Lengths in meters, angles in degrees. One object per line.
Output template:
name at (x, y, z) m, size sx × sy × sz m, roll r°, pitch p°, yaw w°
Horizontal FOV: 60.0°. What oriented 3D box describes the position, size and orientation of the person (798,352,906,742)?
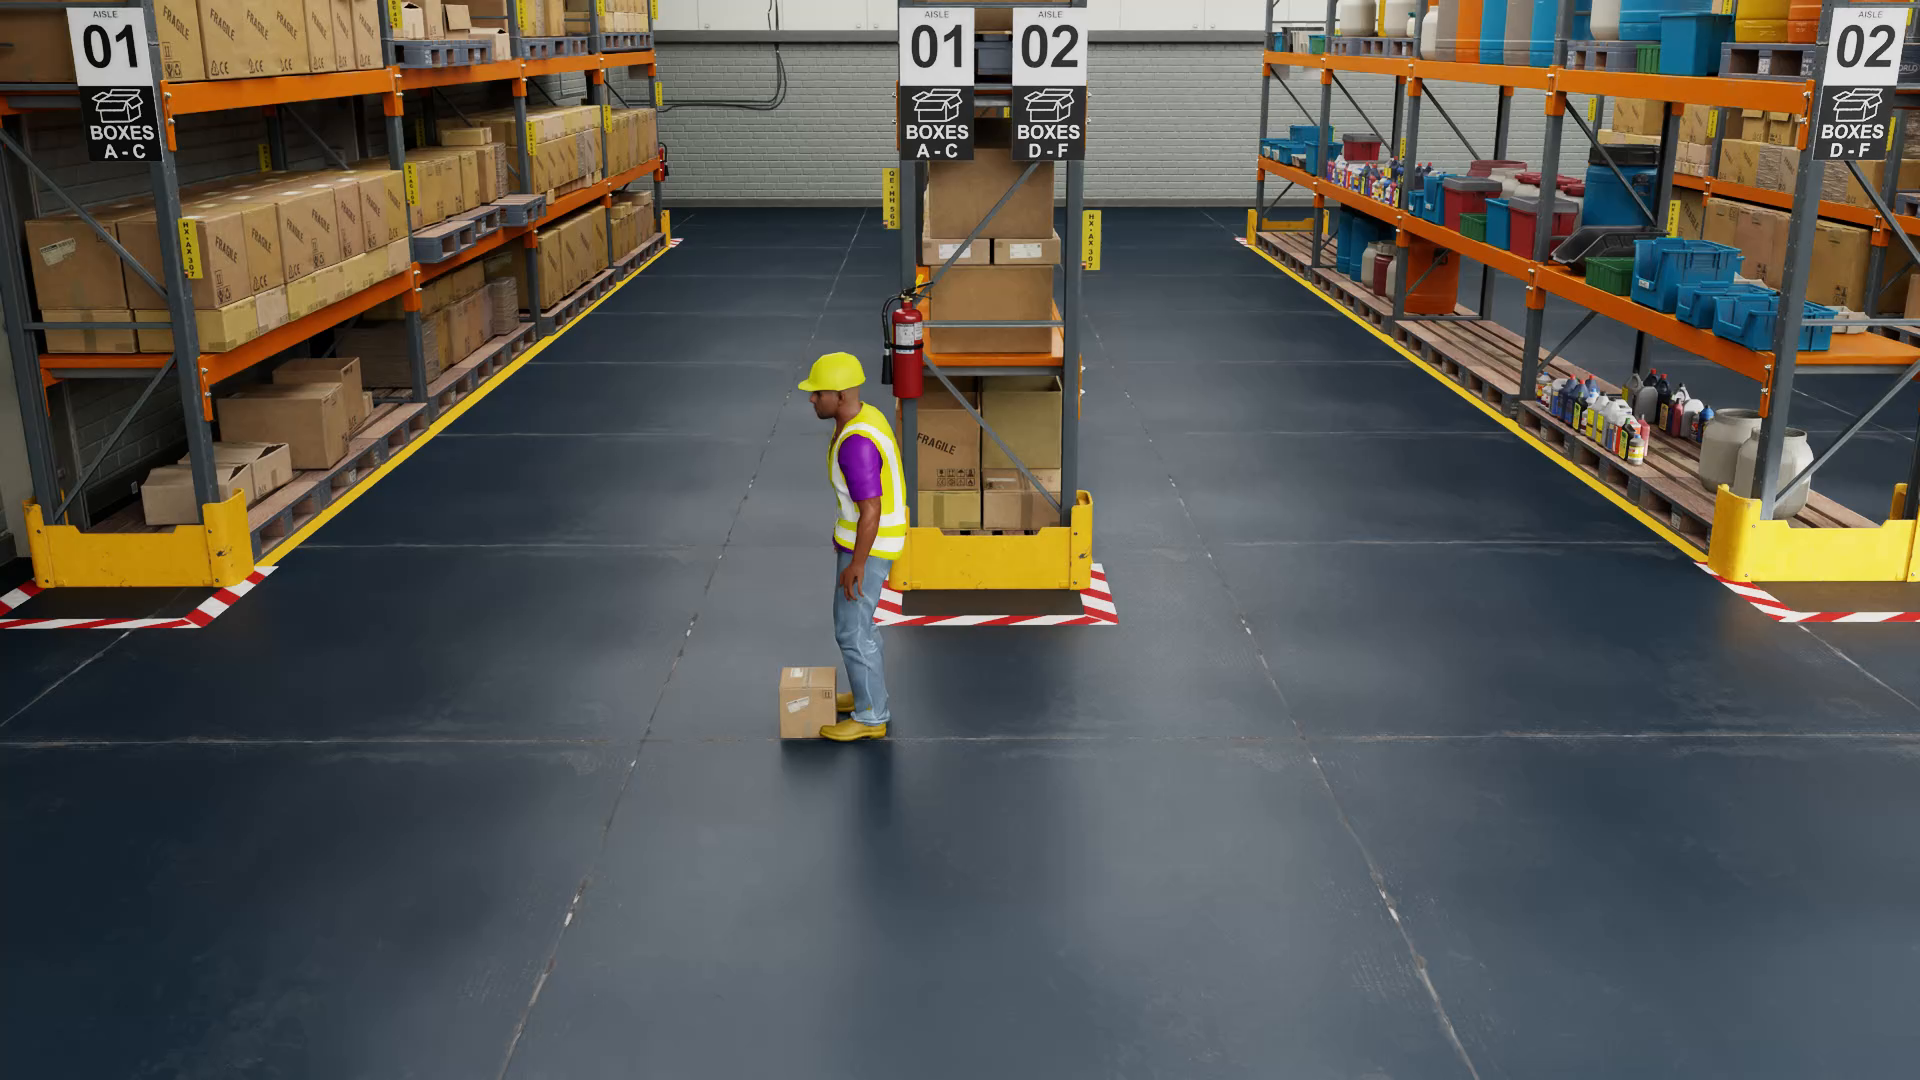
person at (-0.471, 0.027, 7.434) m, size 0.462 × 1.755 × 0.633 m, roll -1°, pitch 17°, yaw -4°
